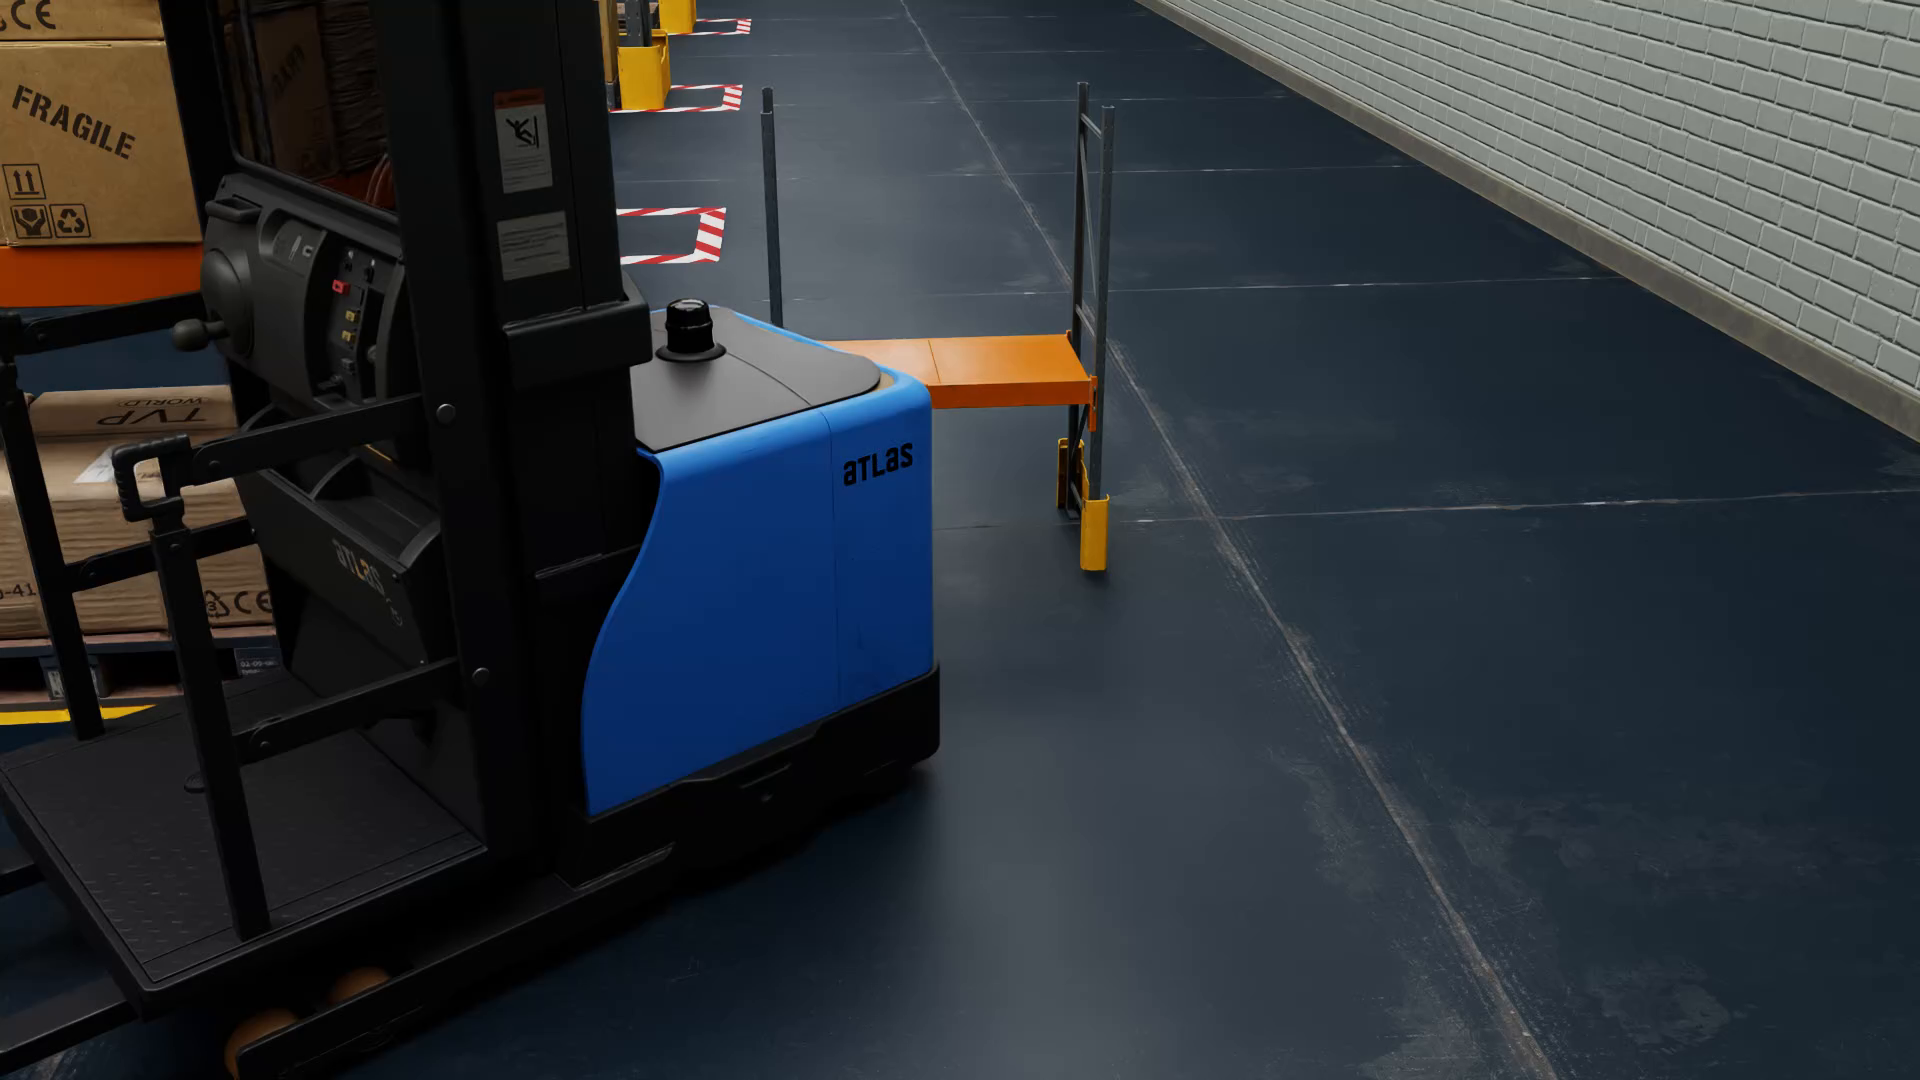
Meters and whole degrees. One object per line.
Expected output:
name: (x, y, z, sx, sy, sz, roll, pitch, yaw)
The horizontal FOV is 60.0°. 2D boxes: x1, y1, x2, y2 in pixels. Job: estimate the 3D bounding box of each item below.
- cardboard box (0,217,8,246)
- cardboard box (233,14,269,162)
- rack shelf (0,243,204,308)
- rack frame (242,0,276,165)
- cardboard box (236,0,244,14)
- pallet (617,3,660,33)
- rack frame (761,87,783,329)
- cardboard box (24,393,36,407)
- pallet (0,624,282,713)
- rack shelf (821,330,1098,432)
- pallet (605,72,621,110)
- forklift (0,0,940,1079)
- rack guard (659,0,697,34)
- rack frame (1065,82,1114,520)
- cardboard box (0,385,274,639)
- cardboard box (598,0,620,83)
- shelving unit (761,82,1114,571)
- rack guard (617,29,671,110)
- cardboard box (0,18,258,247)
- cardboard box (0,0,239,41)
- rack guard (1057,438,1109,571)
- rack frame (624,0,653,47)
cardboard box: (-2.692, -1.065, 4.330, 0.500, 0.500, 0.500, -3, 24, -6)
cardboard box: (-2.243, -1.302, 4.863, 0.500, 0.500, 0.500, -2, 24, -6)
rack shelf: (-3.727, -0.751, 4.632, 4.000, 0.370, 1.077, -2, 24, -5)
rack frame: (-1.737, -1.159, 4.665, 0.127, 3.000, 1.000, -2, 24, -5)
cardboard box: (-2.242, -1.758, 4.658, 0.500, 0.500, 0.500, -3, 24, -6)
pallet: (-4.022, -5.875, 18.709, 1.213, 0.211, 1.003, -2, 24, -5)
rack frame: (-0.591, -0.662, 5.392, 0.032, 1.500, 0.500, -2, 24, -5)
cardboard box: (-3.294, -0.074, 4.860, 0.875, 0.438, 0.875, -2, 24, -4)
pallet: (-2.525, 0.179, 5.089, 1.213, 0.211, 1.003, -2, 24, -5)
rack shelf: (-0.085, -0.518, 5.511, 1.000, 0.185, 0.538, -2, 24, -5)
pallet: (-3.499, -3.827, 14.101, 1.213, 0.211, 1.003, -2, 24, -5)
forklift: (-1.484, -0.482, 3.225, 3.031, 2.935, 1.130, -20, 31, -38)
rack guard: (-3.175, -6.031, 18.703, 0.348, 0.500, 1.175, -2, 24, -5)
rack frame: (0.421, -0.702, 5.483, 0.032, 1.500, 0.500, -2, 24, -5)
cardboard box: (-2.384, -0.114, 4.950, 0.875, 0.438, 0.875, -3, 24, -7)
cardboard box: (-3.340, -4.328, 13.893, 0.875, 0.875, 0.875, -2, 24, -5)
shelving unit: (-0.076, -0.682, 5.439, 1.083, 1.500, 0.587, -2, 24, -5)
rack guard: (-2.687, -4.024, 14.187, 0.348, 0.500, 1.175, -2, 24, -5)
cardboard box: (-2.191, -1.079, 4.361, 0.500, 0.500, 0.500, -2, 24, -5)
cardboard box: (-2.193, -1.546, 4.182, 0.500, 0.500, 0.500, -2, 24, -3)
rack guard: (0.420, -0.131, 5.737, 0.087, 0.250, 0.587, -2, 24, -5)
rack frame: (-2.711, -5.165, 13.677, 0.127, 3.000, 1.000, -2, 24, -5)
